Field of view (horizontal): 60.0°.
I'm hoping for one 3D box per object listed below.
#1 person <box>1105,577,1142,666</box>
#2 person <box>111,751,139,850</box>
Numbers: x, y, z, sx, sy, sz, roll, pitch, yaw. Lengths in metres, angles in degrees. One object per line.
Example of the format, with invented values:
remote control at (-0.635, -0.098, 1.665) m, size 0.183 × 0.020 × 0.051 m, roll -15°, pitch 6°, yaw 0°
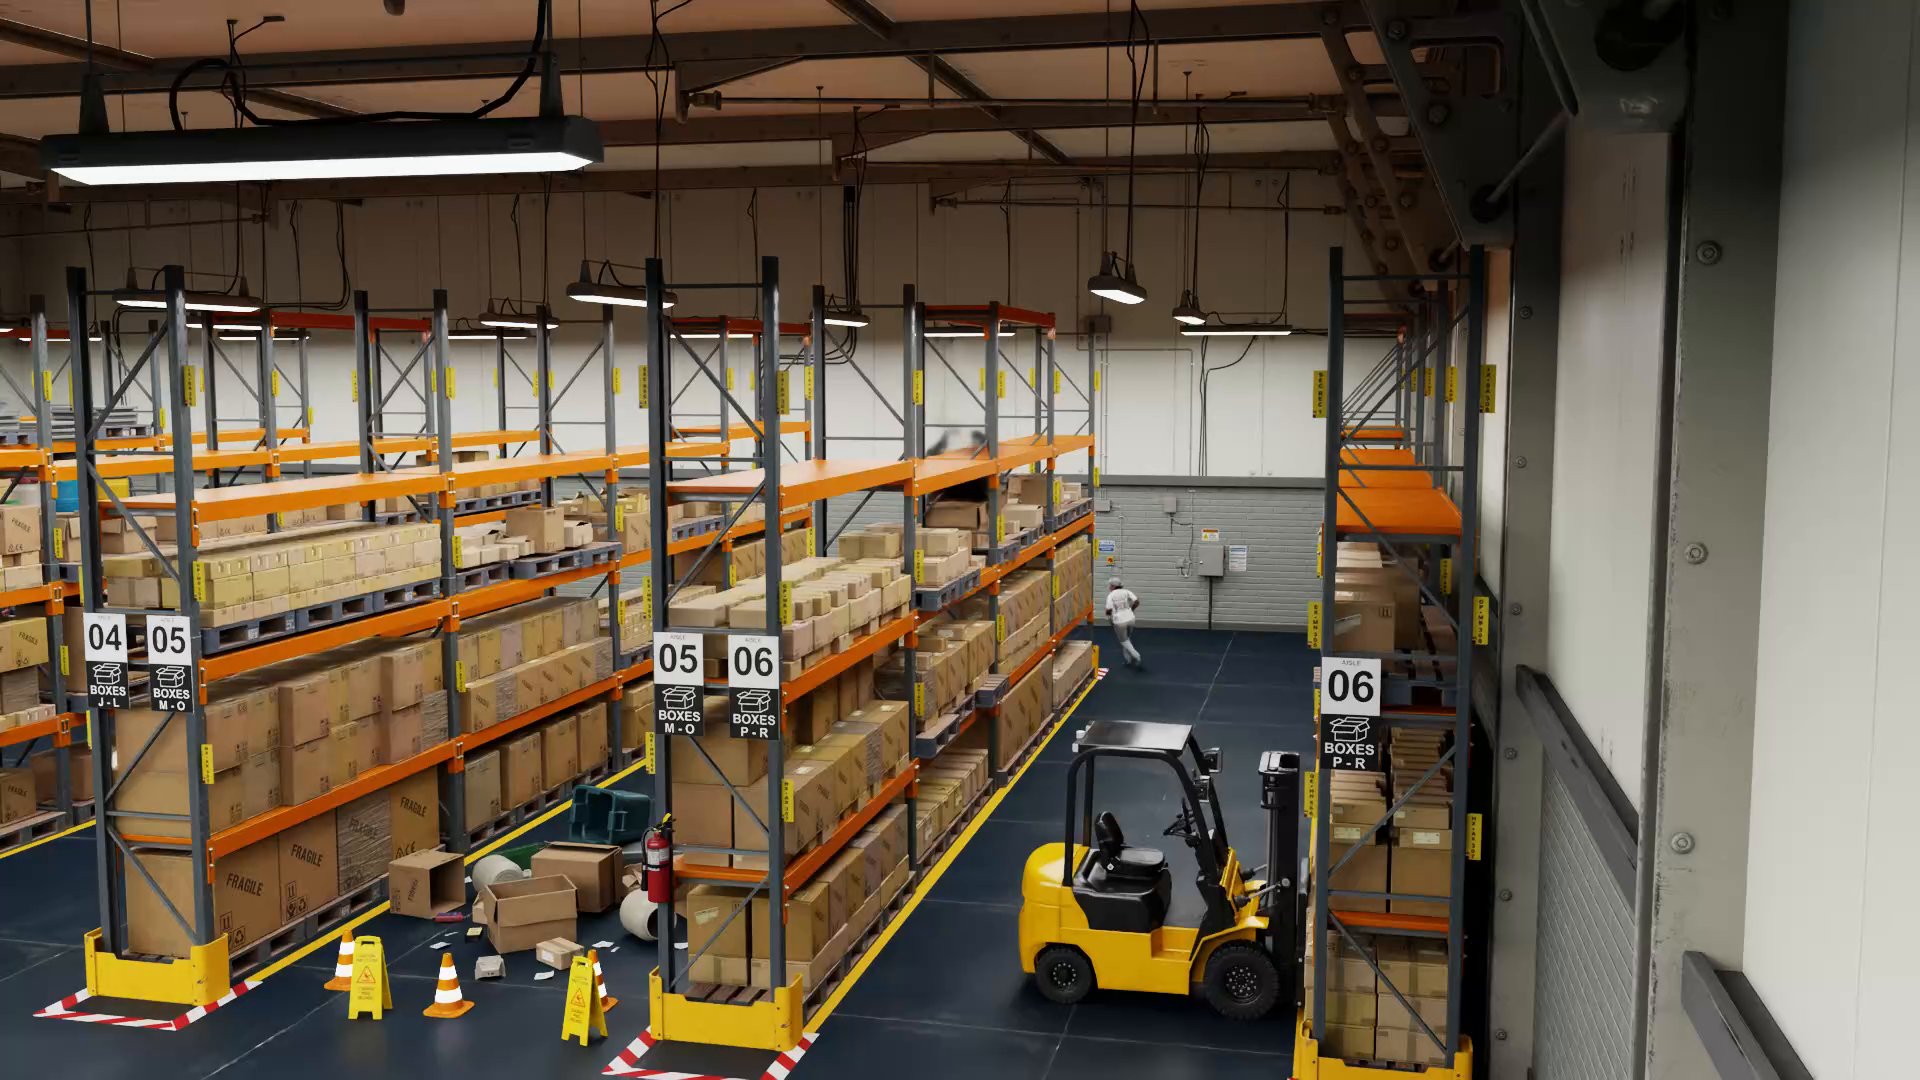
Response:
person at (2.823, 1.449, 29.040) m, size 0.696 × 1.621 × 0.783 m, roll -3°, pitch 7°, yaw -30°
person at (-8.027, 2.658, 16.167) m, size 0.682 × 1.770 × 0.651 m, roll 0°, pitch 6°, yaw -5°
